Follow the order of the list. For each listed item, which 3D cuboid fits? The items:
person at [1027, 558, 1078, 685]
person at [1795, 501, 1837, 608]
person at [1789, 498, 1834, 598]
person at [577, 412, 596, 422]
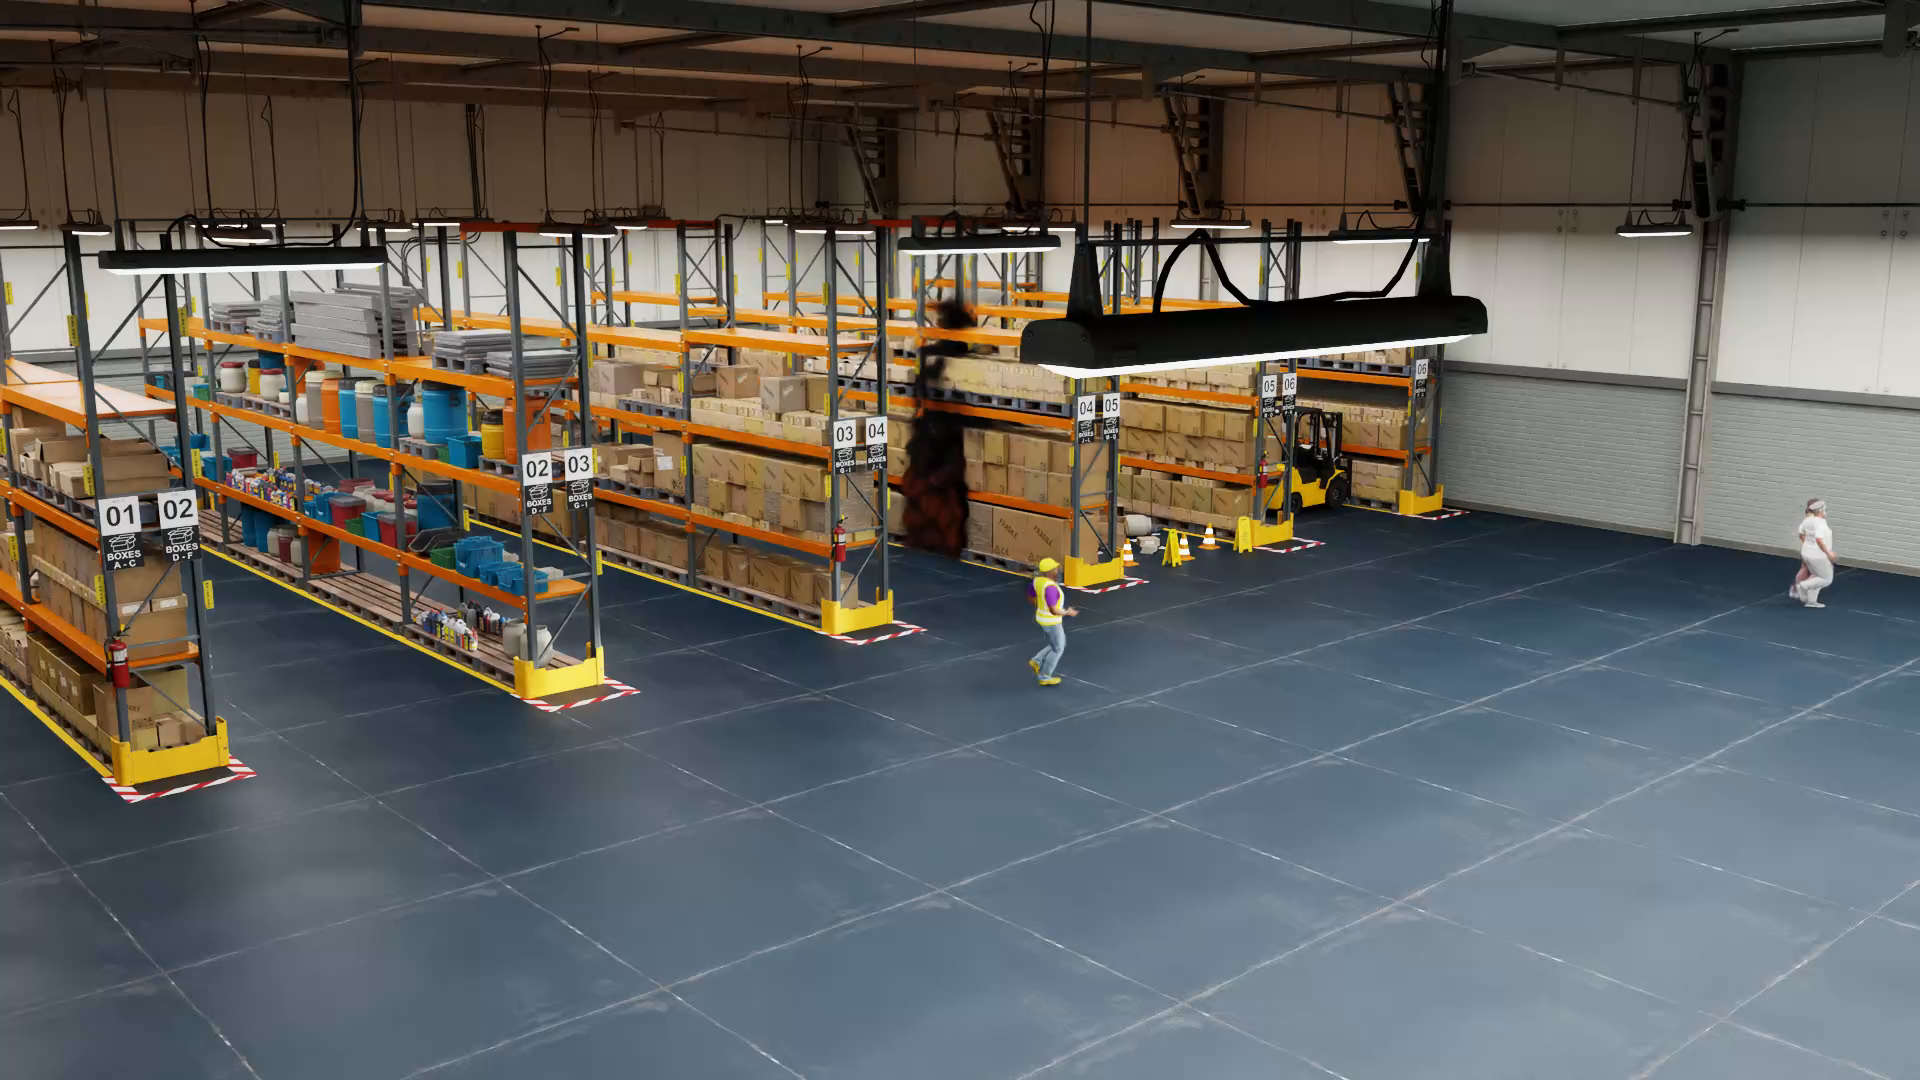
[{"bbox_3d":[1.230,1.077,22.155,0.589,1.720,0.692,-3,12,-16],"label":"person"},{"bbox_3d":[13.535,0.237,26.363,0.602,1.731,0.664,-1,11,-3],"label":"person"},{"bbox_3d":[13.832,0.134,26.950,0.599,1.639,0.565,2,12,8],"label":"person"},{"bbox_3d":[-9.228,-2.728,40.891,0.748,1.788,0.723,-6,13,-28],"label":"person"}]
